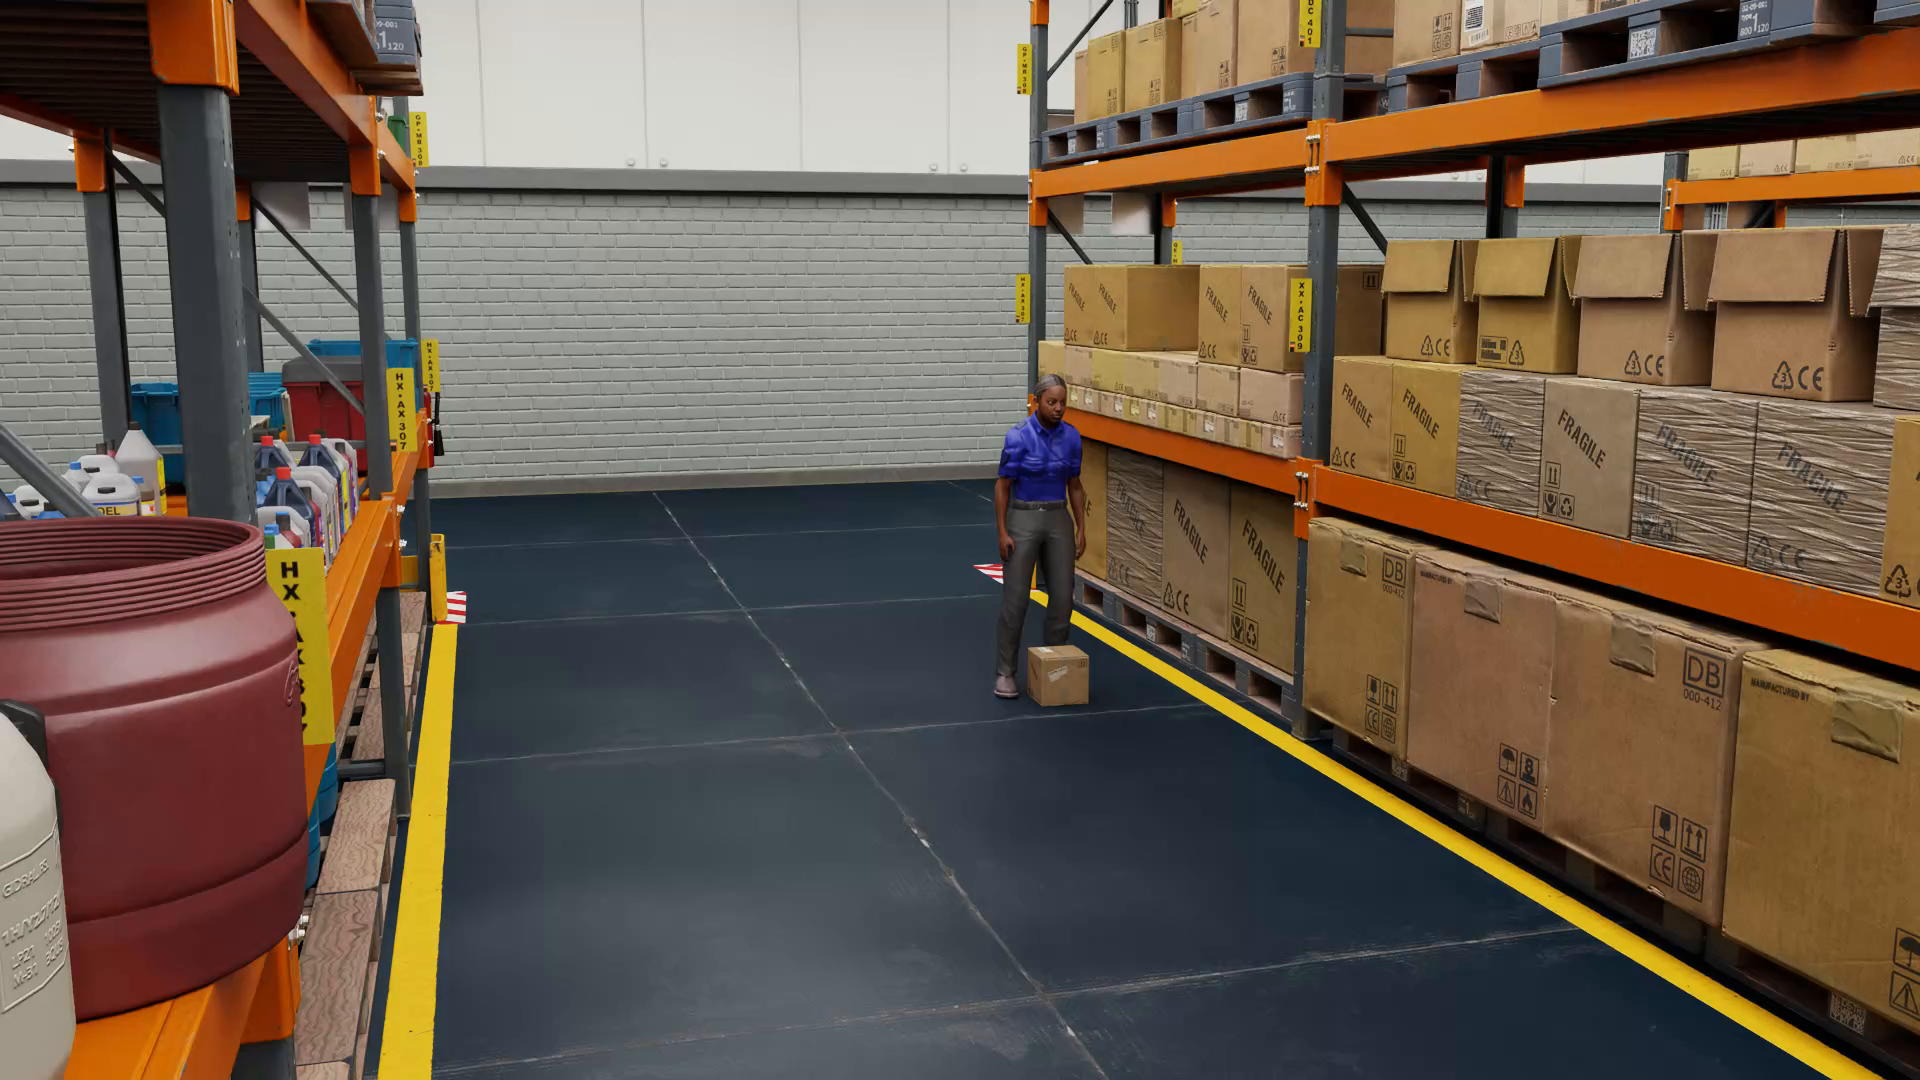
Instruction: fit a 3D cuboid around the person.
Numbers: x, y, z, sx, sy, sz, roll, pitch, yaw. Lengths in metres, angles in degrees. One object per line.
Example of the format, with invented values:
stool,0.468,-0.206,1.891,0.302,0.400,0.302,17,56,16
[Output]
person,0.407,-0.034,8.603,0.533,1.654,0.351,-3,10,-19
